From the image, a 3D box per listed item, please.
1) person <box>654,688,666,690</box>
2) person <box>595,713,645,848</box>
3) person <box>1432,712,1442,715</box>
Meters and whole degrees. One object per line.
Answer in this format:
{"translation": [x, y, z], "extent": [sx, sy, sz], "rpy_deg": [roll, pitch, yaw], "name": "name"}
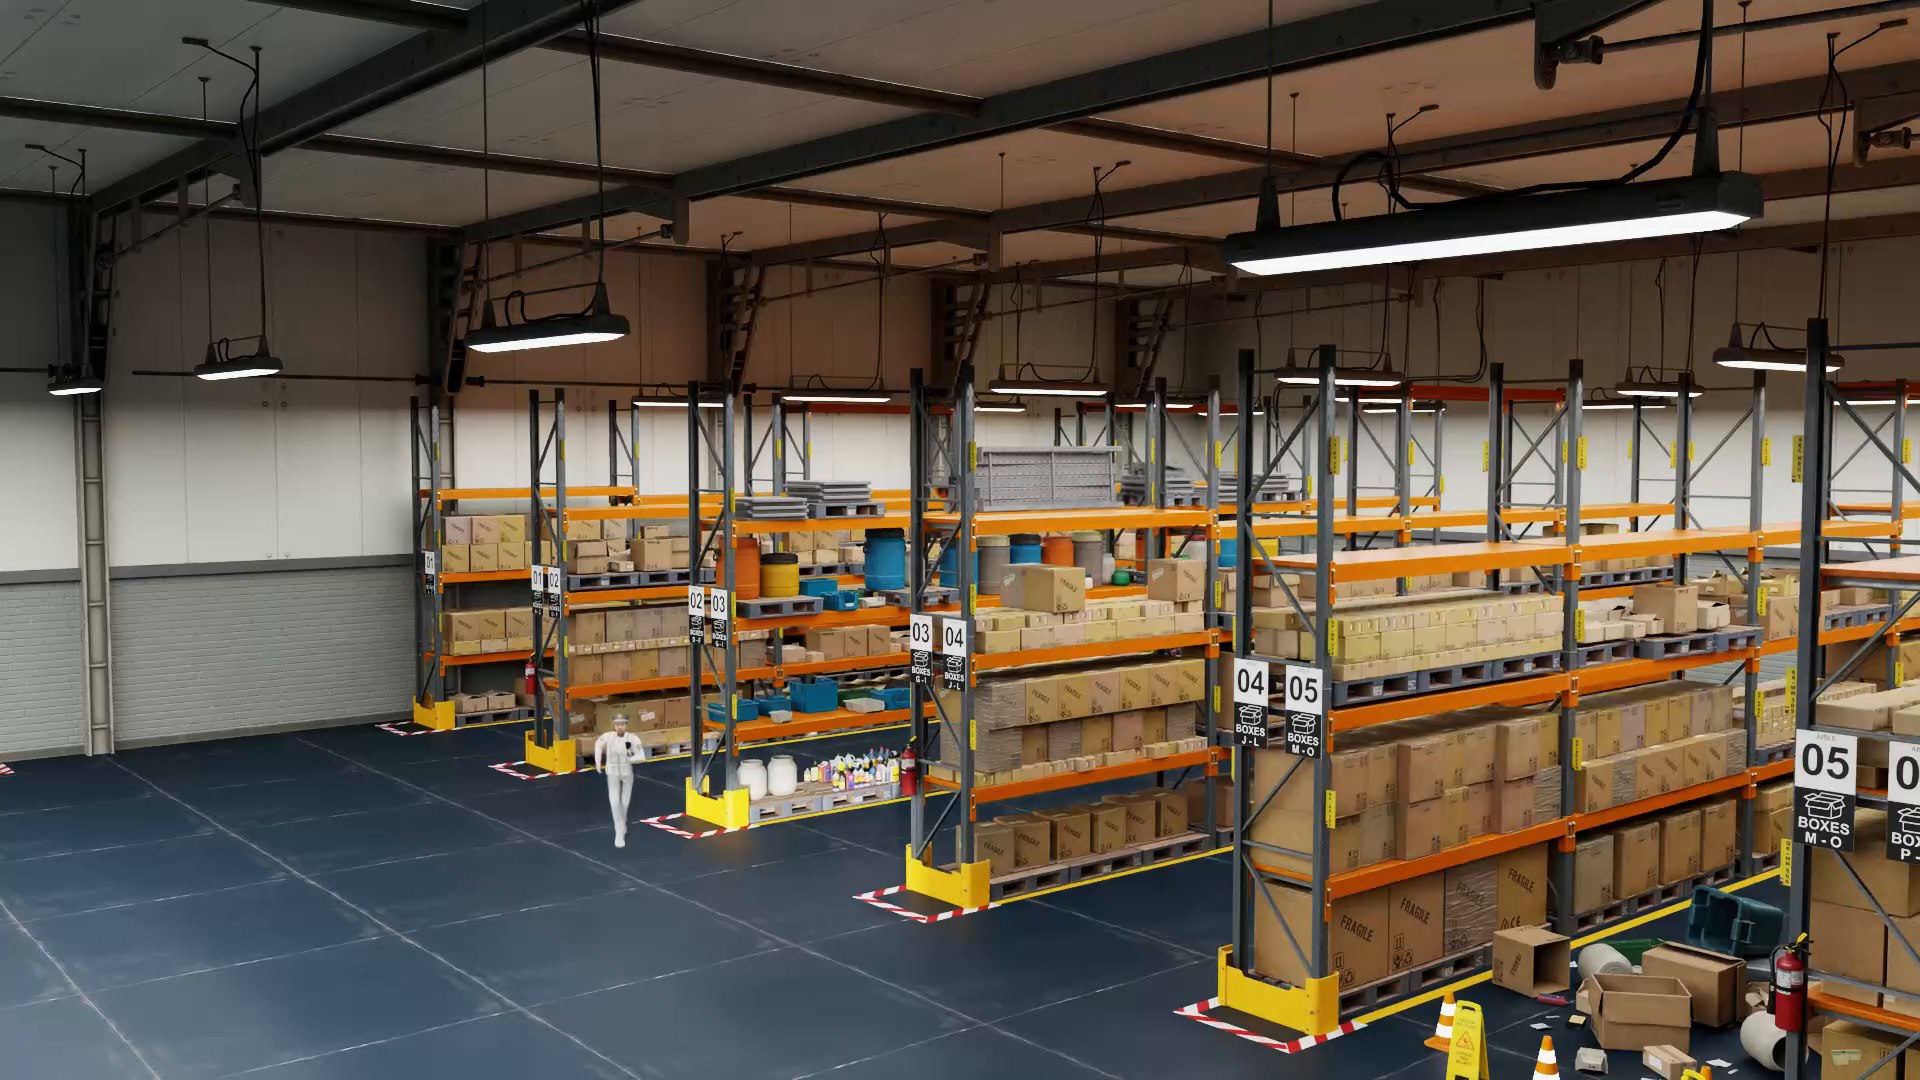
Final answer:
{"translation": [-5.278, 2.551, 29.639], "extent": [0.786, 1.764, 0.708], "rpy_deg": [-3, 5, -45], "name": "person"}
{"translation": [-4.383, 3.064, 21.459], "extent": [0.636, 1.725, 0.813], "rpy_deg": [-1, 3, -10], "name": "person"}
{"translation": [6.304, 2.996, 21.843], "extent": [0.929, 1.840, 0.674], "rpy_deg": [-3, 4, -41], "name": "person"}
